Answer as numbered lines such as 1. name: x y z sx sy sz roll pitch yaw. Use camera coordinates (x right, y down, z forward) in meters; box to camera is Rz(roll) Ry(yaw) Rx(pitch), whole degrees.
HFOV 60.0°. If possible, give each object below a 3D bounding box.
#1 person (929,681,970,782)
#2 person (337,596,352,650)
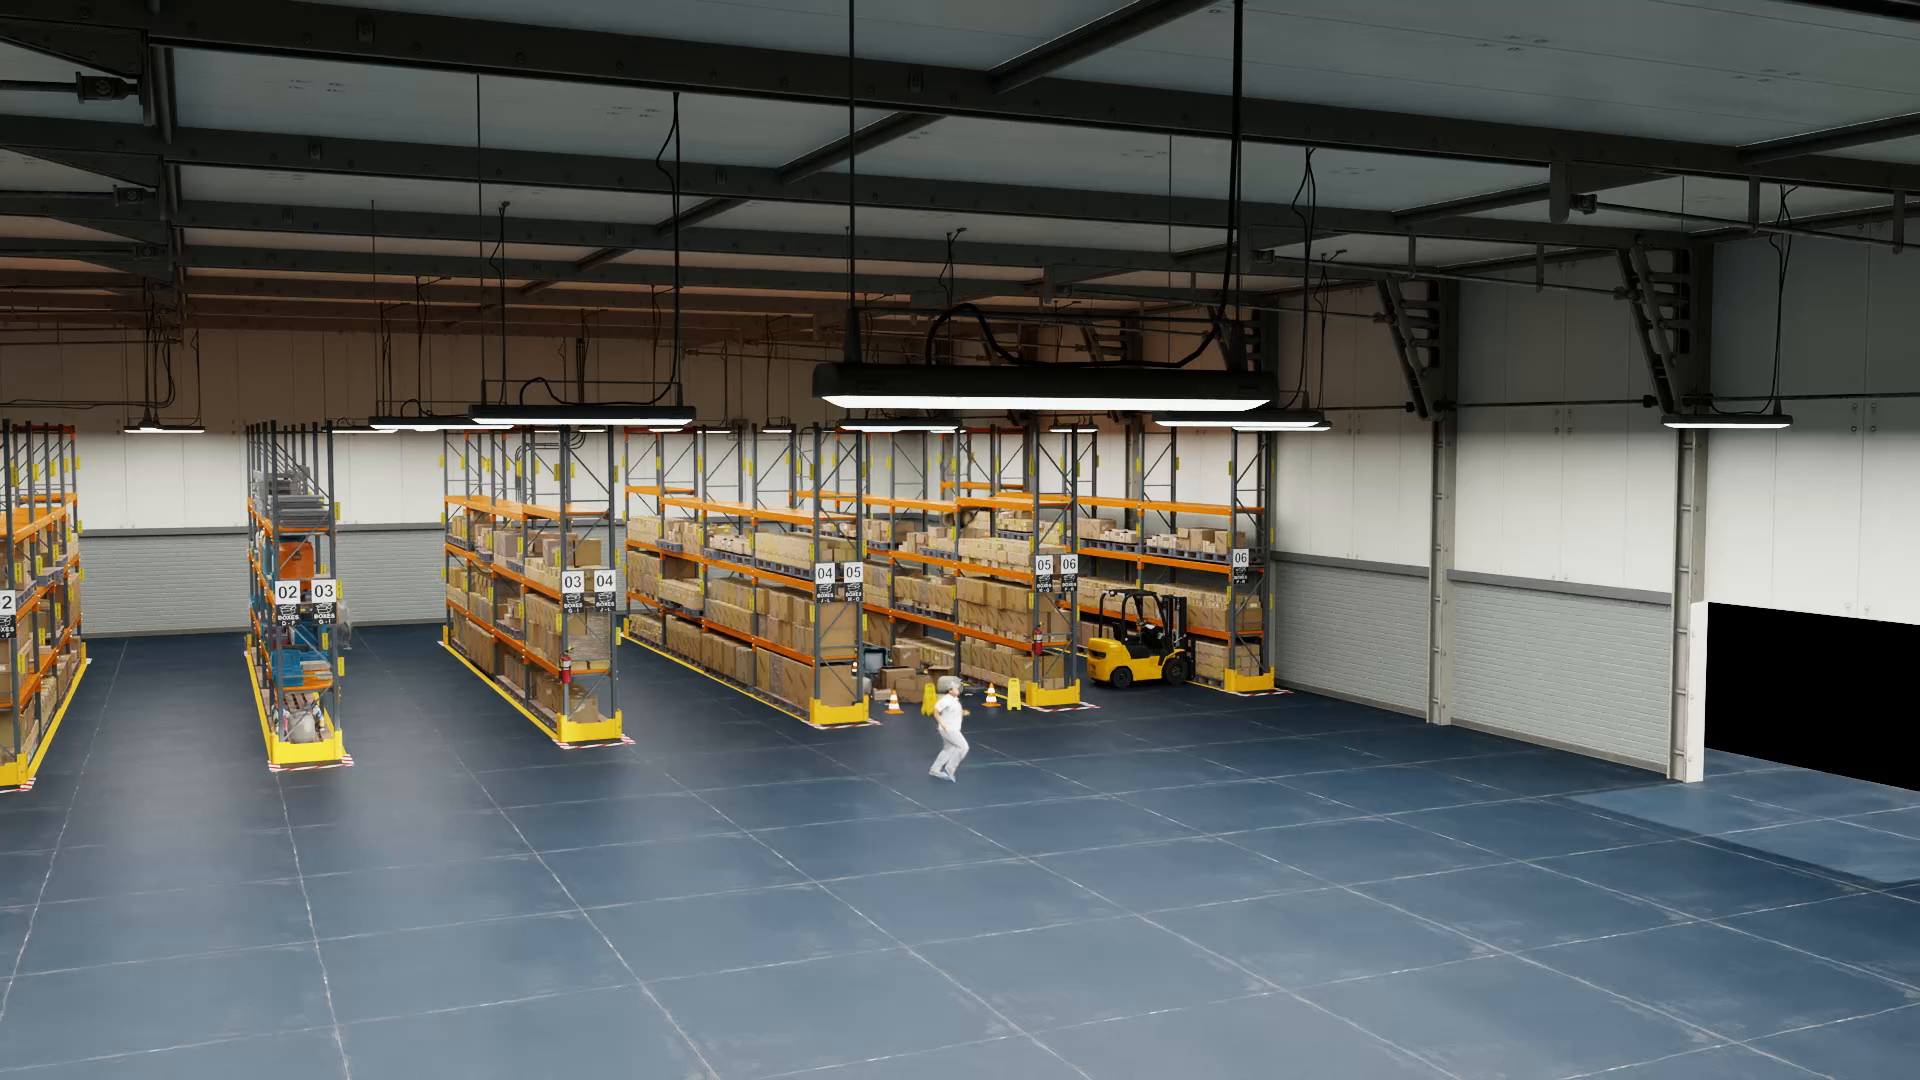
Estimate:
1. person: -0.173 3.174 27.658 0.692 1.656 0.591 1 4 9
2. person: -16.462 2.192 44.328 0.518 1.529 0.585 3 4 36
